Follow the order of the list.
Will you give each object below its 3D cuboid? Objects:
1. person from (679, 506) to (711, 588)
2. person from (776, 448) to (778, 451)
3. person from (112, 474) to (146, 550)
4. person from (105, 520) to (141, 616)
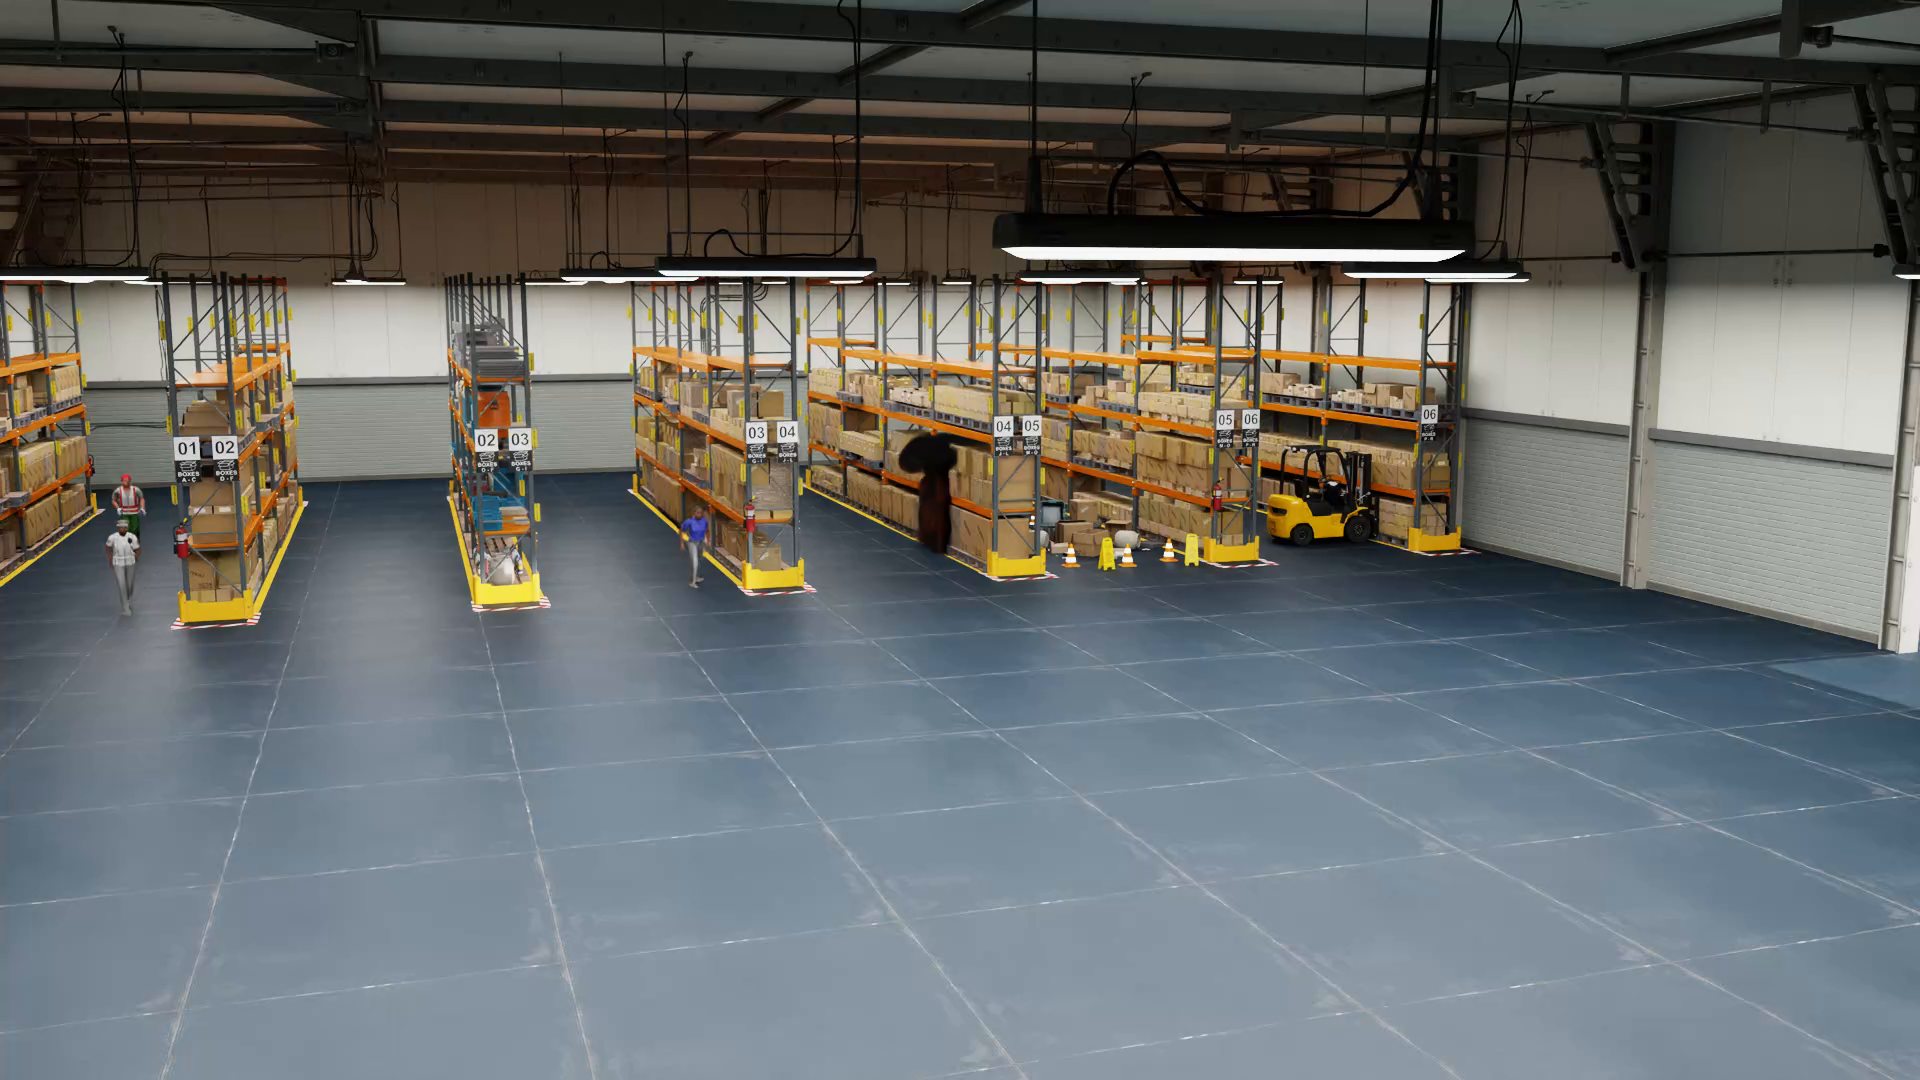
[{"bbox_3d":[-5.149,0.102,32.190,0.657,1.598,0.750,-8,12,-43],"label":"person"},{"bbox_3d":[-5.122,-2.498,48.847,0.714,1.766,0.874,6,10,35],"label":"person"},{"bbox_3d":[-18.084,-0.580,36.204,0.659,1.728,0.646,-4,9,-22],"label":"person"},{"bbox_3d":[-14.864,0.446,29.578,0.545,1.683,0.929,-6,10,-34],"label":"person"}]
